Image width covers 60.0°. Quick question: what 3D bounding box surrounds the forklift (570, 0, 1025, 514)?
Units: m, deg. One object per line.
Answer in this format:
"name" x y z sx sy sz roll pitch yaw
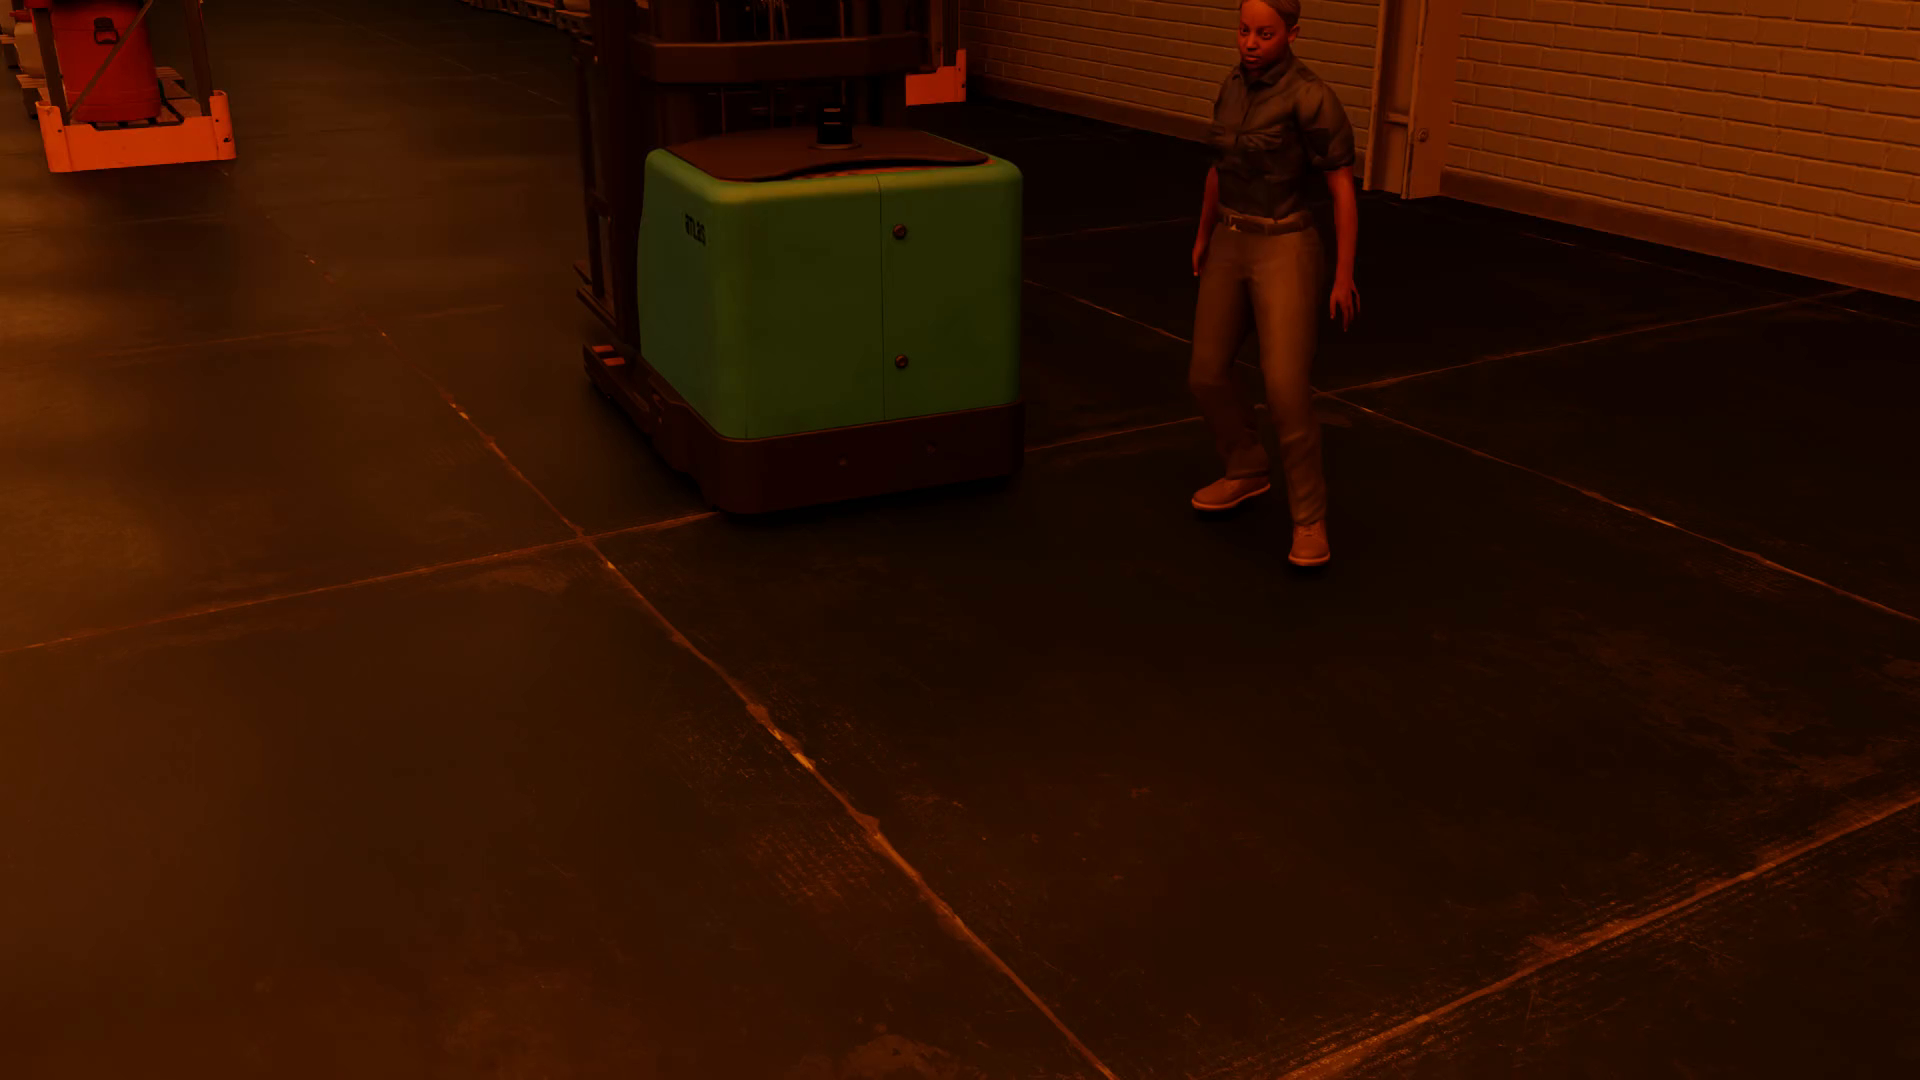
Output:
"forklift" -0.852 -1.960 6.051 1.130 2.935 3.031 -10 24 -22

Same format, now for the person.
"person" 0.926 -0.814 4.921 0.358 1.628 0.790 -15 27 -32
